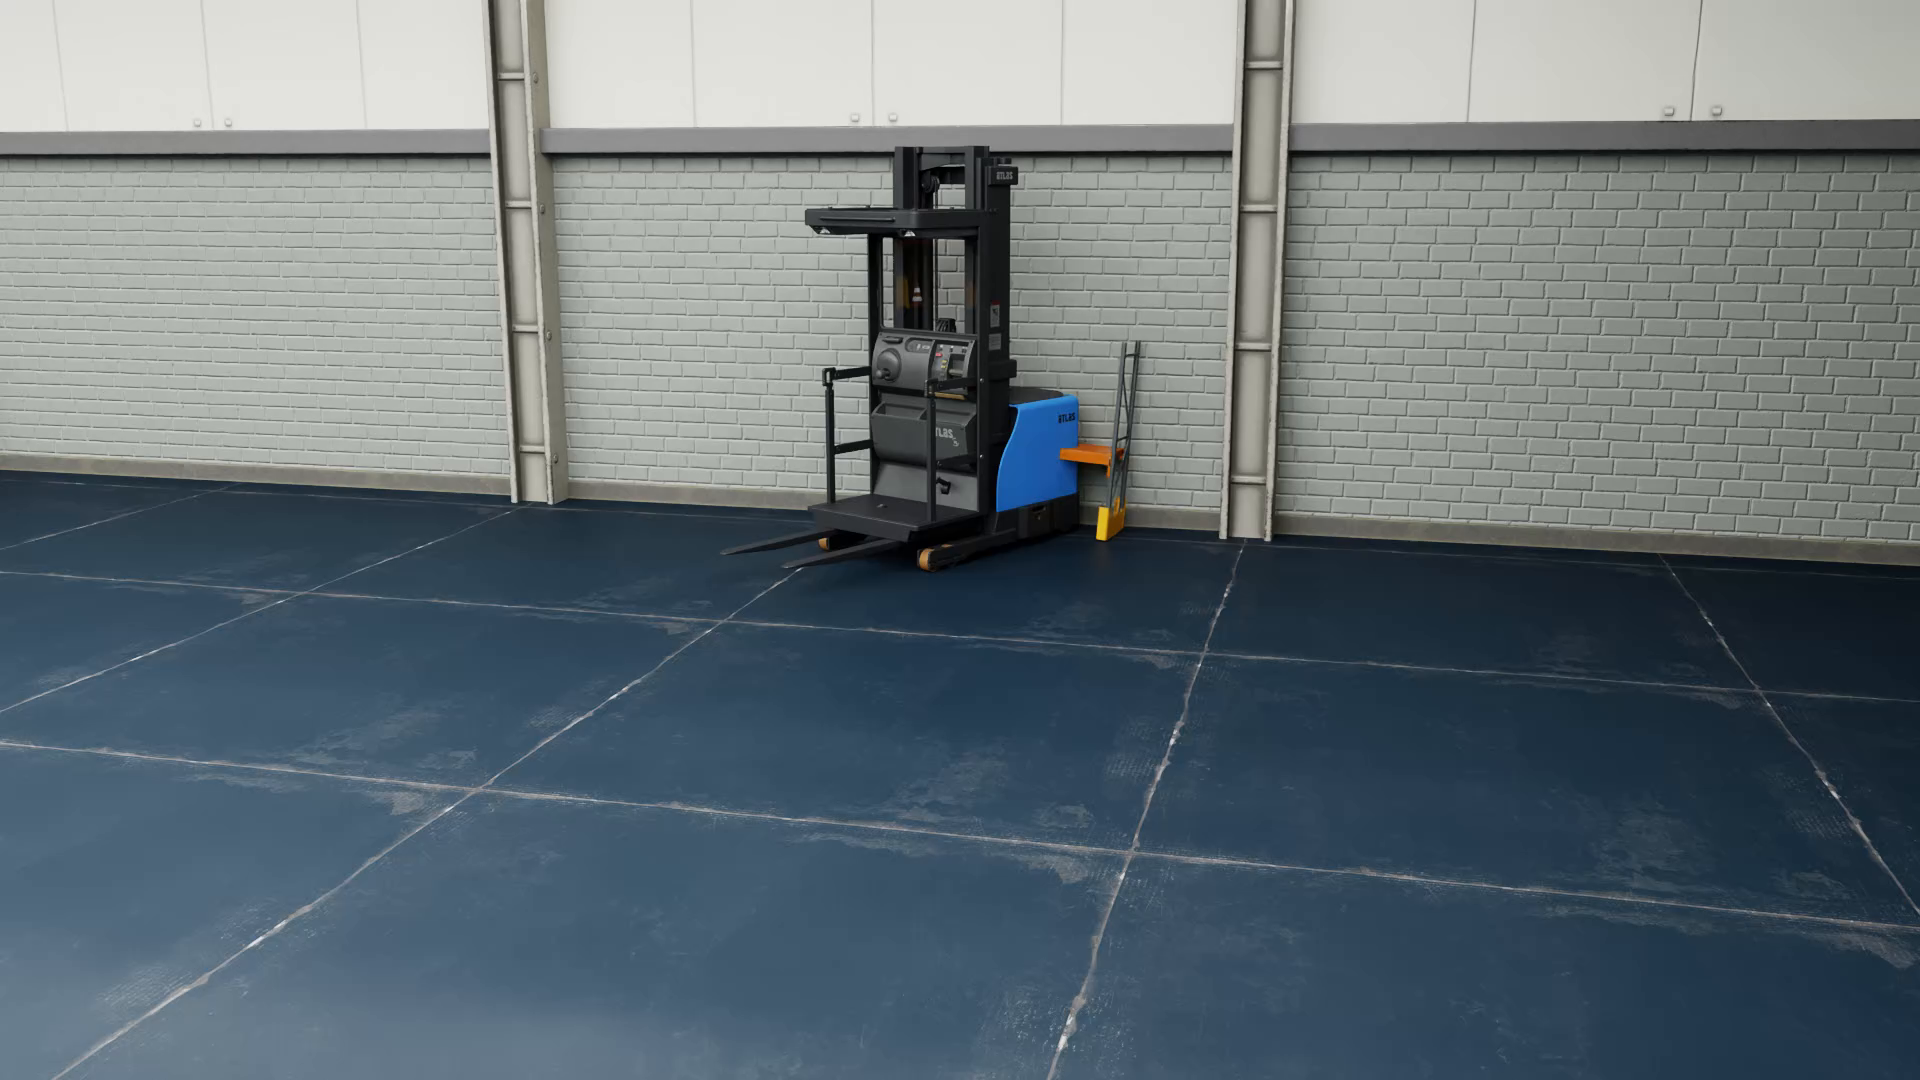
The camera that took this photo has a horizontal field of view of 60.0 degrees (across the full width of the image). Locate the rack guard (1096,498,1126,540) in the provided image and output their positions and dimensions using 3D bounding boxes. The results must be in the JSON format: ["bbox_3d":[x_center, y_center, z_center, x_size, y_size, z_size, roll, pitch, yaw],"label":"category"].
[{"bbox_3d":[1.175,-0.166,12.900,0.087,0.250,0.587,8,11,18],"label":"rack guard"}]

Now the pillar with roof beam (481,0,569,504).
[{"bbox_3d":[-4.634,-3.833,9.233,0.400,9.000,9.100,3,13,14],"label":"pillar with roof beam"}]

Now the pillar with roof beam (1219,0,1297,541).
[{"bbox_3d":[1.191,-3.521,7.830,0.400,9.000,9.100,3,13,14],"label":"pillar with roof beam"}]

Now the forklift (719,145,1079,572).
[{"bbox_3d":[-0.405,-1.328,11.952,1.130,2.935,3.031,10,16,39],"label":"forklift"}]

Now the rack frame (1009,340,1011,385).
[{"bbox_3d":[0.286,-0.912,13.093,0.032,1.500,0.500,8,11,18],"label":"rack frame"}]

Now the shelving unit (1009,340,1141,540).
[{"bbox_3d":[0.756,-0.845,12.940,1.083,1.500,0.587,8,11,18],"label":"shelving unit"}]

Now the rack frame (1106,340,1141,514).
[{"bbox_3d":[1.244,-0.776,12.781,0.032,1.500,0.500,8,11,18],"label":"rack frame"}]

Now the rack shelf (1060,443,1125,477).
[{"bbox_3d":[0.750,-0.668,12.969,1.000,0.185,0.538,8,11,18],"label":"rack shelf"}]
